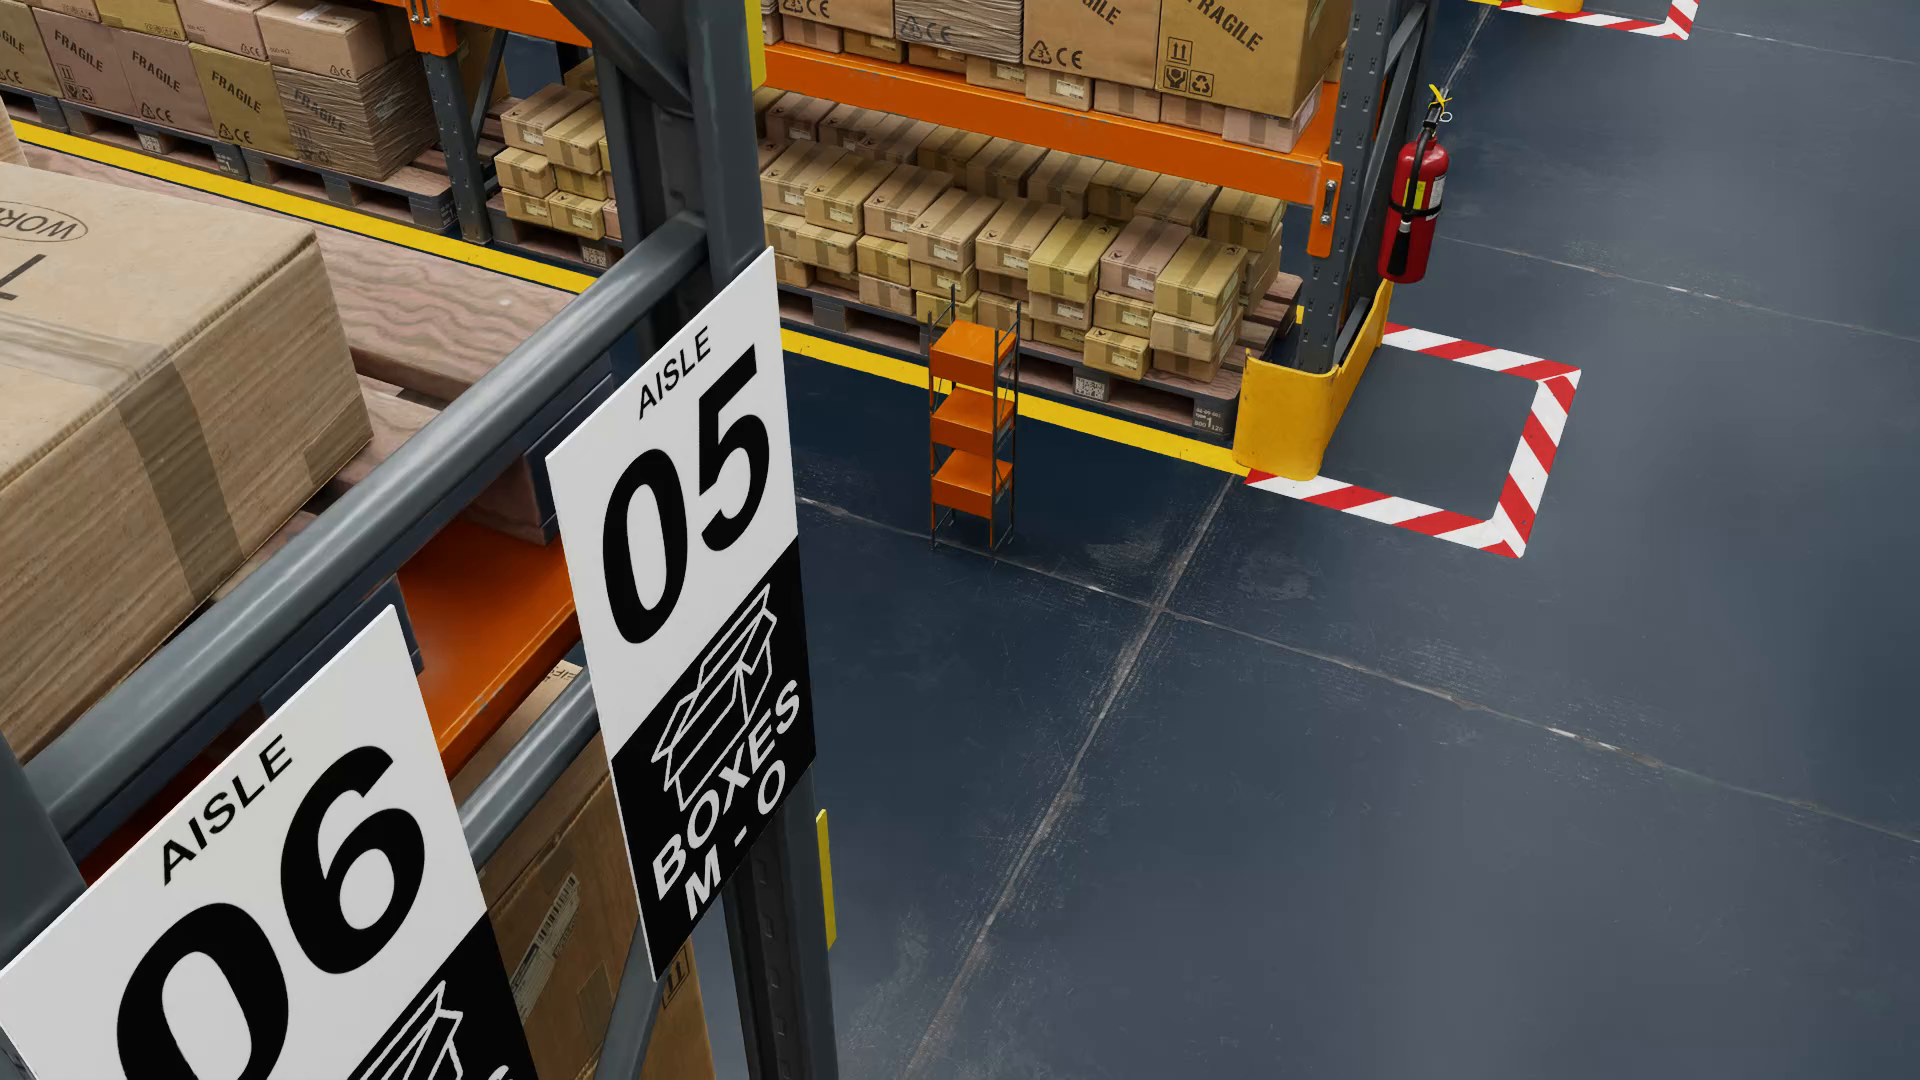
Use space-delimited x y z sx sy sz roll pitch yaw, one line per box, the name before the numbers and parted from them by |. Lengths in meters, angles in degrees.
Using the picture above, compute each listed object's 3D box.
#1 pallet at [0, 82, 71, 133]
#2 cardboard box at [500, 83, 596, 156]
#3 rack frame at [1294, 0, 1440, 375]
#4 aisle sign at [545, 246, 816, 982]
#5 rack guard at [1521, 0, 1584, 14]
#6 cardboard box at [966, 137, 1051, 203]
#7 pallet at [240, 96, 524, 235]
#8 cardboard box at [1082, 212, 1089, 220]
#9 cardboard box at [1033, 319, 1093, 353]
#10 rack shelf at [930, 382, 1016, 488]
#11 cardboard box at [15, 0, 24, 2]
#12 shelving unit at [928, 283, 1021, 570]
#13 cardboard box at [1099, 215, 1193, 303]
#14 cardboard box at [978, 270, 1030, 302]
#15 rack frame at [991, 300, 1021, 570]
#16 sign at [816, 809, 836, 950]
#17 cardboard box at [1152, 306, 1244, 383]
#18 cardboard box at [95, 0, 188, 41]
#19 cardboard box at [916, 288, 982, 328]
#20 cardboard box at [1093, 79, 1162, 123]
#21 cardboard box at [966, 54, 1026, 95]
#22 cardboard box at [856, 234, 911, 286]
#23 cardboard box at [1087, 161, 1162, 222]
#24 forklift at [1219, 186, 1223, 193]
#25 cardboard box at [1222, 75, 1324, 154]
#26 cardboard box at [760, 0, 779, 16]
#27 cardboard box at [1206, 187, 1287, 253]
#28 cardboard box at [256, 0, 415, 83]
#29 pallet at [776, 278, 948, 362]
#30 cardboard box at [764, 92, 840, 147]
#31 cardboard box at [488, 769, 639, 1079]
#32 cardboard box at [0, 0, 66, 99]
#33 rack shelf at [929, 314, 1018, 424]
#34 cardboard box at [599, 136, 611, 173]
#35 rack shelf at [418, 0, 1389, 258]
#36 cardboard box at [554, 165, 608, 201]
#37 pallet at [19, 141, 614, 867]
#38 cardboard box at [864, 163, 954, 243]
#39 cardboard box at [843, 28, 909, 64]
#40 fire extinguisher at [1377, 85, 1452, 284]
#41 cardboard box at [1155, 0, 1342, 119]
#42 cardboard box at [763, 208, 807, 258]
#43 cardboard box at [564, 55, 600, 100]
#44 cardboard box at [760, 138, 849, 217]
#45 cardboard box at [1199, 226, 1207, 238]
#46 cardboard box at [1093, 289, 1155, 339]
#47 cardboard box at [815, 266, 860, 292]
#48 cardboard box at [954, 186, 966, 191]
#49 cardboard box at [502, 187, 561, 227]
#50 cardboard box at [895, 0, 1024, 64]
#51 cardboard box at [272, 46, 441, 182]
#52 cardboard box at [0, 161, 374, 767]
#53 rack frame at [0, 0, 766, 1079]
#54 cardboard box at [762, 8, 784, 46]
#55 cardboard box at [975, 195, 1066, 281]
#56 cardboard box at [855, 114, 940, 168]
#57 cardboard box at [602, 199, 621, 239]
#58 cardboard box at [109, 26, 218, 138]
pallet | -5.007 -2.666 9.165 1.213 0.211 1.003 17 44 19
cardboard box | -1.865 -1.917 7.574 0.250 0.149 0.380 19 44 20
rack frame | 1.535 -1.722 5.946 0.127 3.000 1.000 17 44 19
aisle sign | -0.278 0.110 1.849 0.004 0.787 0.394 17 44 19
rack guard | 3.745 -3.687 10.122 0.348 0.500 1.175 17 44 19
cardboard box | 0.222 -1.628 7.239 0.250 0.149 0.380 19 44 20
pallet | -2.796 -1.991 8.385 1.213 0.211 1.003 17 44 19
cardboard box | 0.499 -1.473 7.288 0.250 0.149 0.380 18 44 20
cardboard box | 0.491 -0.961 6.924 0.250 0.149 0.380 17 44 18
rack shelf | 0.048 -0.374 5.896 0.240 0.259 0.215 17 44 19
cardboard box | -4.733 -2.960 8.390 0.500 0.250 0.500 16 44 18
shelving unit | 0.048 -0.382 5.889 0.252 1.050 0.215 17 44 19
cardboard box | 0.745 -1.128 6.663 0.250 0.149 0.380 18 44 19
cardboard box | 0.264 -1.171 6.940 0.250 0.149 0.380 16 44 18
rack frame | 0.159 -0.348 5.850 0.008 1.050 0.200 17 44 19
sign | -0.226 0.559 2.593 0.005 0.325 0.100 17 44 19
cardboard box | 0.970 -0.825 6.768 0.250 0.149 0.380 18 44 19
cardboard box | -3.817 -2.672 8.057 0.500 0.250 0.500 15 43 17
cardboard box | 0.004 -1.055 7.033 0.250 0.149 0.380 15 43 17
cardboard box | 0.677 -1.701 6.114 0.250 0.149 0.380 17 44 18
cardboard box | 0.209 -1.848 6.284 0.250 0.149 0.380 15 43 17
cardboard box | -0.235 -1.253 7.034 0.250 0.149 0.380 19 44 21
cardboard box | 0.729 -1.526 7.122 0.250 0.149 0.380 17 44 19
forklift | 0.138 -3.346 7.873 3.031 2.935 1.130 18 44 19
cardboard box | 1.120 -1.550 5.939 0.250 0.149 0.380 17 44 19
cardboard box | -0.855 -2.399 6.425 0.500 0.500 0.500 16 43 18
cardboard box | 1.204 -1.375 6.948 0.250 0.149 0.380 15 43 17
cardboard box | -2.872 -2.383 7.725 0.500 0.250 0.500 16 43 18
pallet | -0.357 -1.274 7.559 1.213 0.211 1.003 17 44 19
cardboard box | -0.694 -1.942 7.602 0.250 0.149 0.380 15 43 17
cardboard box | -0.781 0.527 2.513 0.500 0.500 0.500 16 43 18
cardboard box | -4.725 -2.667 8.625 0.500 0.500 0.500 17 44 19
rack shelf | 0.048 -0.588 5.710 0.240 0.259 0.215 17 44 19
cardboard box | -1.391 -1.765 7.398 0.250 0.149 0.380 16 44 18
rack shelf | -0.277 -2.004 6.821 4.000 0.370 1.077 17 44 19
cardboard box | -1.629 -1.716 7.569 0.250 0.149 0.380 17 44 19
pallet | -1.143 -0.055 1.801 1.213 0.211 1.003 17 44 19
cardboard box | -0.211 -1.414 6.993 0.250 0.149 0.380 16 43 17
cardboard box | -0.257 -2.022 6.485 0.250 0.149 0.380 18 44 19
fire extinguisher | 1.568 -1.208 5.697 0.183 0.674 0.296 17 44 19
cardboard box | 1.019 -1.844 5.784 0.500 0.500 0.500 18 44 19
cardboard box | -0.709 -1.396 7.199 0.250 0.149 0.380 17 44 18
cardboard box | -1.657 -2.192 7.890 0.250 0.149 0.380 18 44 20
cardboard box | -0.667 -1.561 7.163 0.250 0.149 0.380 15 43 17
cardboard box | 0.944 -1.323 7.115 0.250 0.149 0.380 17 44 18
cardboard box | 0.722 -0.997 6.739 0.250 0.149 0.380 16 43 18
cardboard box | -0.433 -1.257 7.266 0.250 0.149 0.380 18 44 20
cardboard box | -0.045 -1.541 7.366 0.250 0.149 0.380 19 44 21
cardboard box | -1.896 -1.620 7.684 0.250 0.149 0.380 15 43 17
cardboard box | 0.091 -2.124 6.107 0.500 0.500 0.500 17 44 19
cardboard box | -2.867 -2.099 7.970 0.500 0.500 0.500 16 43 18
cardboard box | -0.912 -0.100 1.503 0.500 0.250 0.500 13 43 15
rack frame | -0.466 -1.023 0.560 0.127 3.000 1.000 17 44 19
cardboard box | -0.758 -2.126 6.605 0.250 0.149 0.380 19 44 20
cardboard box | 0.248 -1.234 6.785 0.250 0.149 0.380 15 43 17
cardboard box | -0.265 -1.740 7.370 0.250 0.149 0.380 17 44 19
cardboard box | -1.407 -1.508 7.555 0.250 0.149 0.380 17 44 18
cardboard box | -3.795 -2.386 8.301 0.500 0.500 0.500 16 43 18
